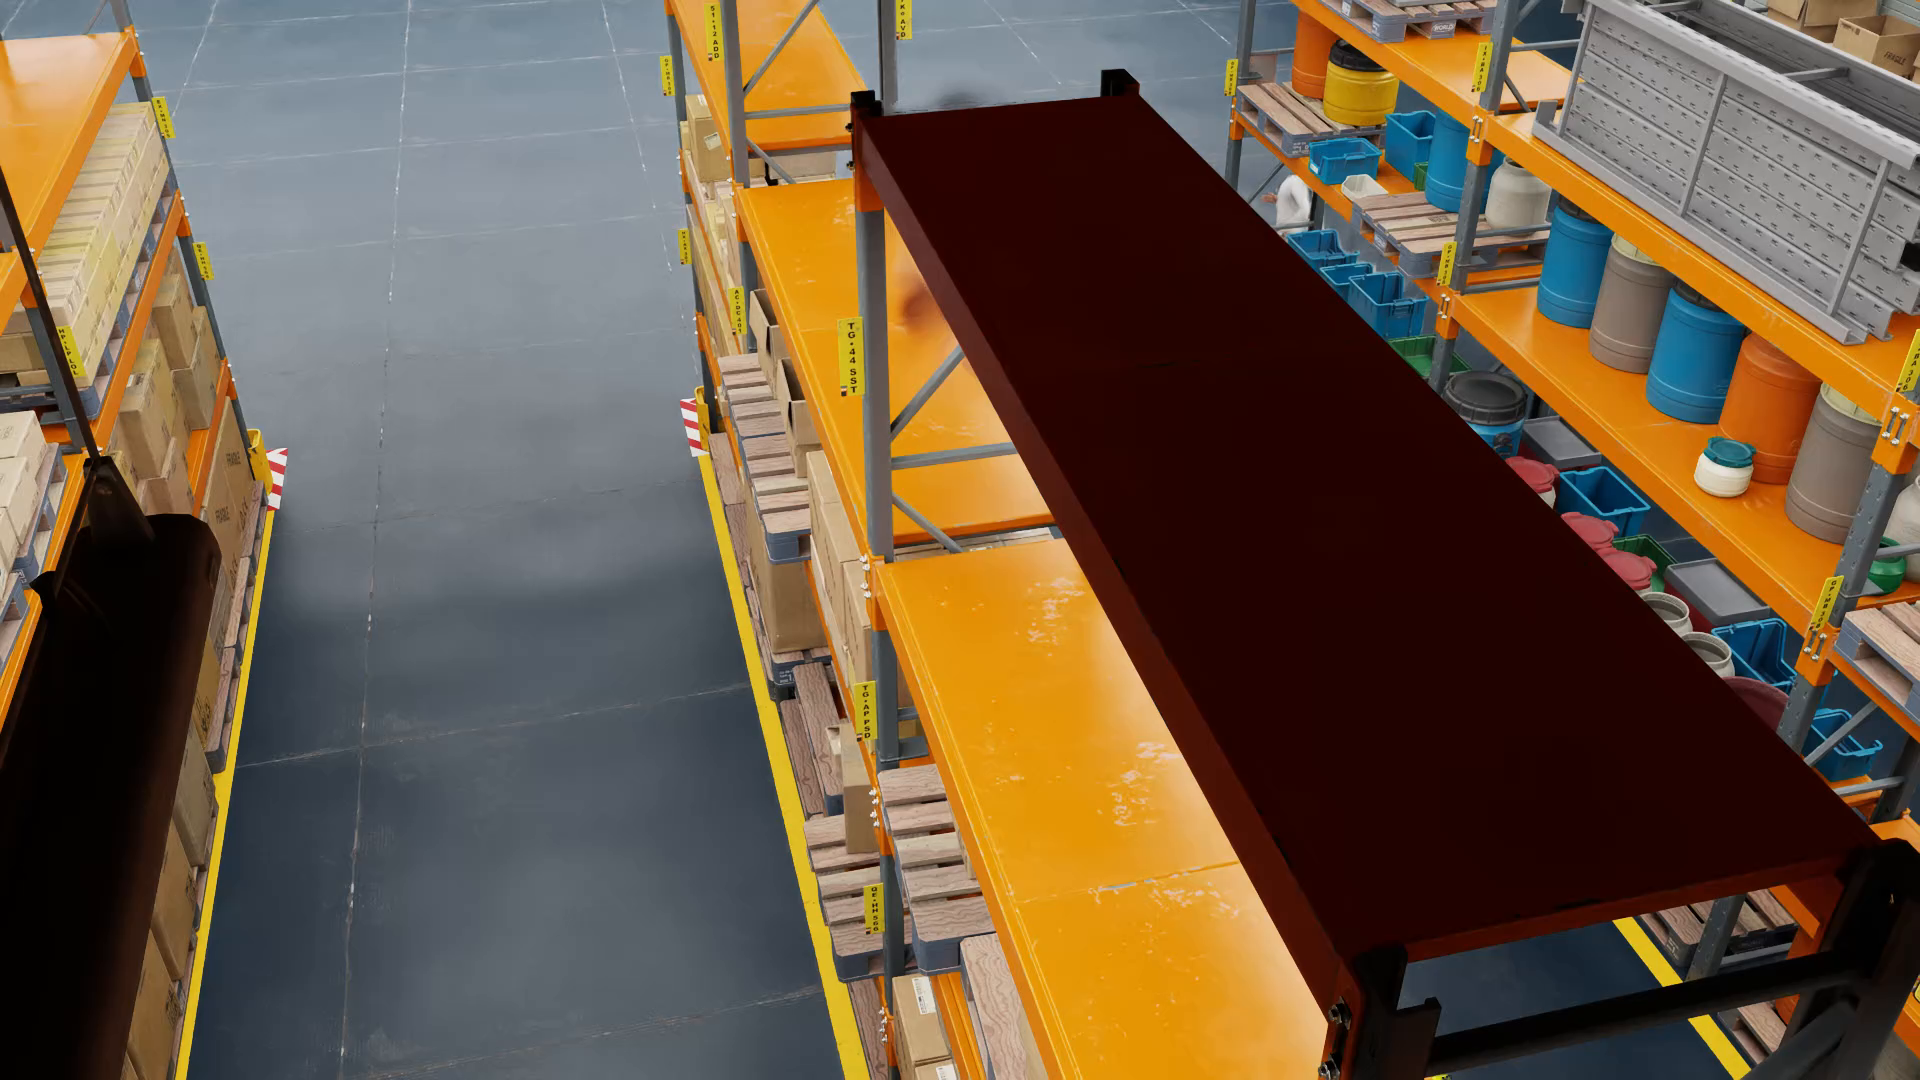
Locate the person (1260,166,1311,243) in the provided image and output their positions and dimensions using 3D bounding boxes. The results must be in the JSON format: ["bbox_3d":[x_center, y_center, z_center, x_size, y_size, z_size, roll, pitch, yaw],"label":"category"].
[{"bbox_3d":[3.425,-3.106,17.074,0.850,1.859,0.733,19,39,25],"label":"person"}]

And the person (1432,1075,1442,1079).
[{"bbox_3d":[2.089,3.067,7.973,0.714,1.579,0.693,-4,35,-6],"label":"person"}]
